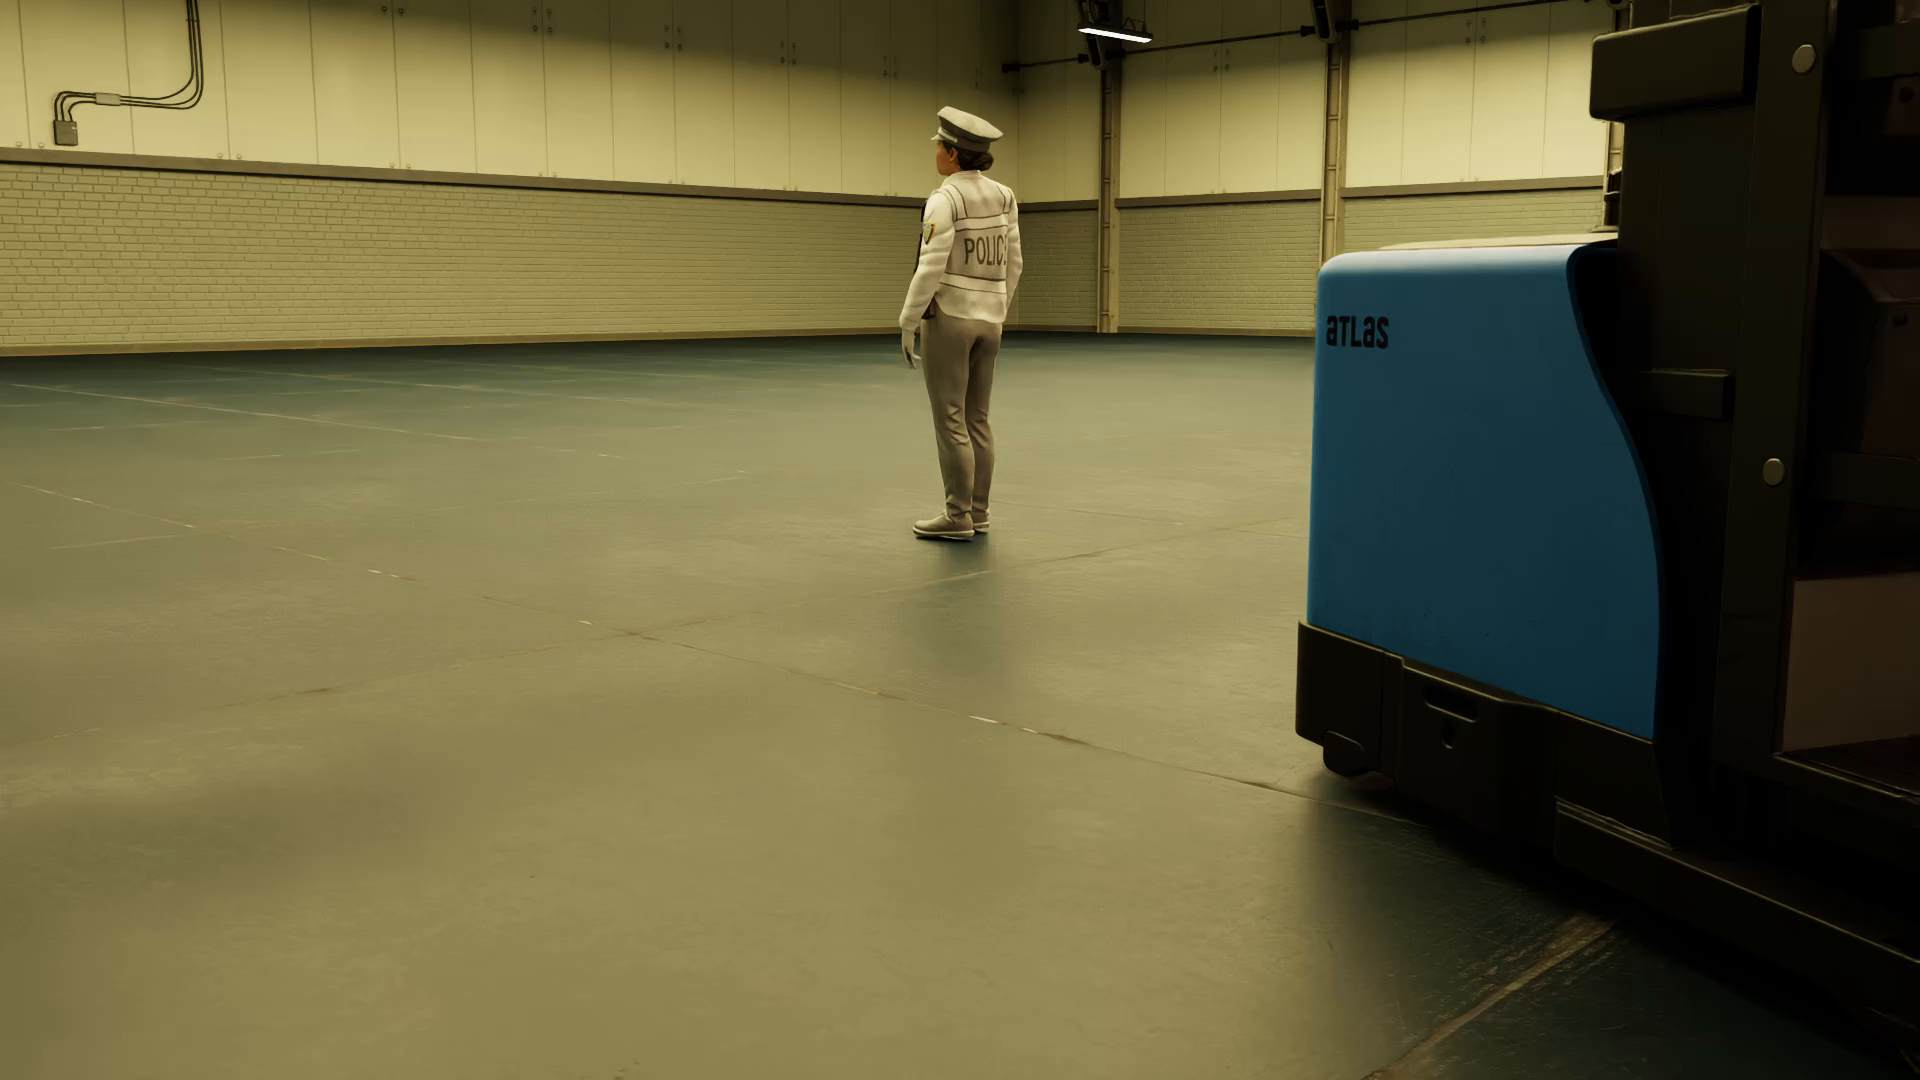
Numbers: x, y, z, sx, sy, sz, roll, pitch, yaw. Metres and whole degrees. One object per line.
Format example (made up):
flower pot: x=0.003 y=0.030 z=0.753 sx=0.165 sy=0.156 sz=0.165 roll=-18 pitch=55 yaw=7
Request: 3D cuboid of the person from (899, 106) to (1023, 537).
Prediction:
person: x=-0.044 y=-0.853 z=6.643 sx=0.530 sy=1.694 sz=0.586 roll=8 pitch=12 yaw=43

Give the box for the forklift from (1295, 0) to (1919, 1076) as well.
forklift: x=1.708 y=-0.795 z=2.156 sx=1.130 sy=2.935 sz=3.031 roll=-3 pitch=9 yaw=-21
